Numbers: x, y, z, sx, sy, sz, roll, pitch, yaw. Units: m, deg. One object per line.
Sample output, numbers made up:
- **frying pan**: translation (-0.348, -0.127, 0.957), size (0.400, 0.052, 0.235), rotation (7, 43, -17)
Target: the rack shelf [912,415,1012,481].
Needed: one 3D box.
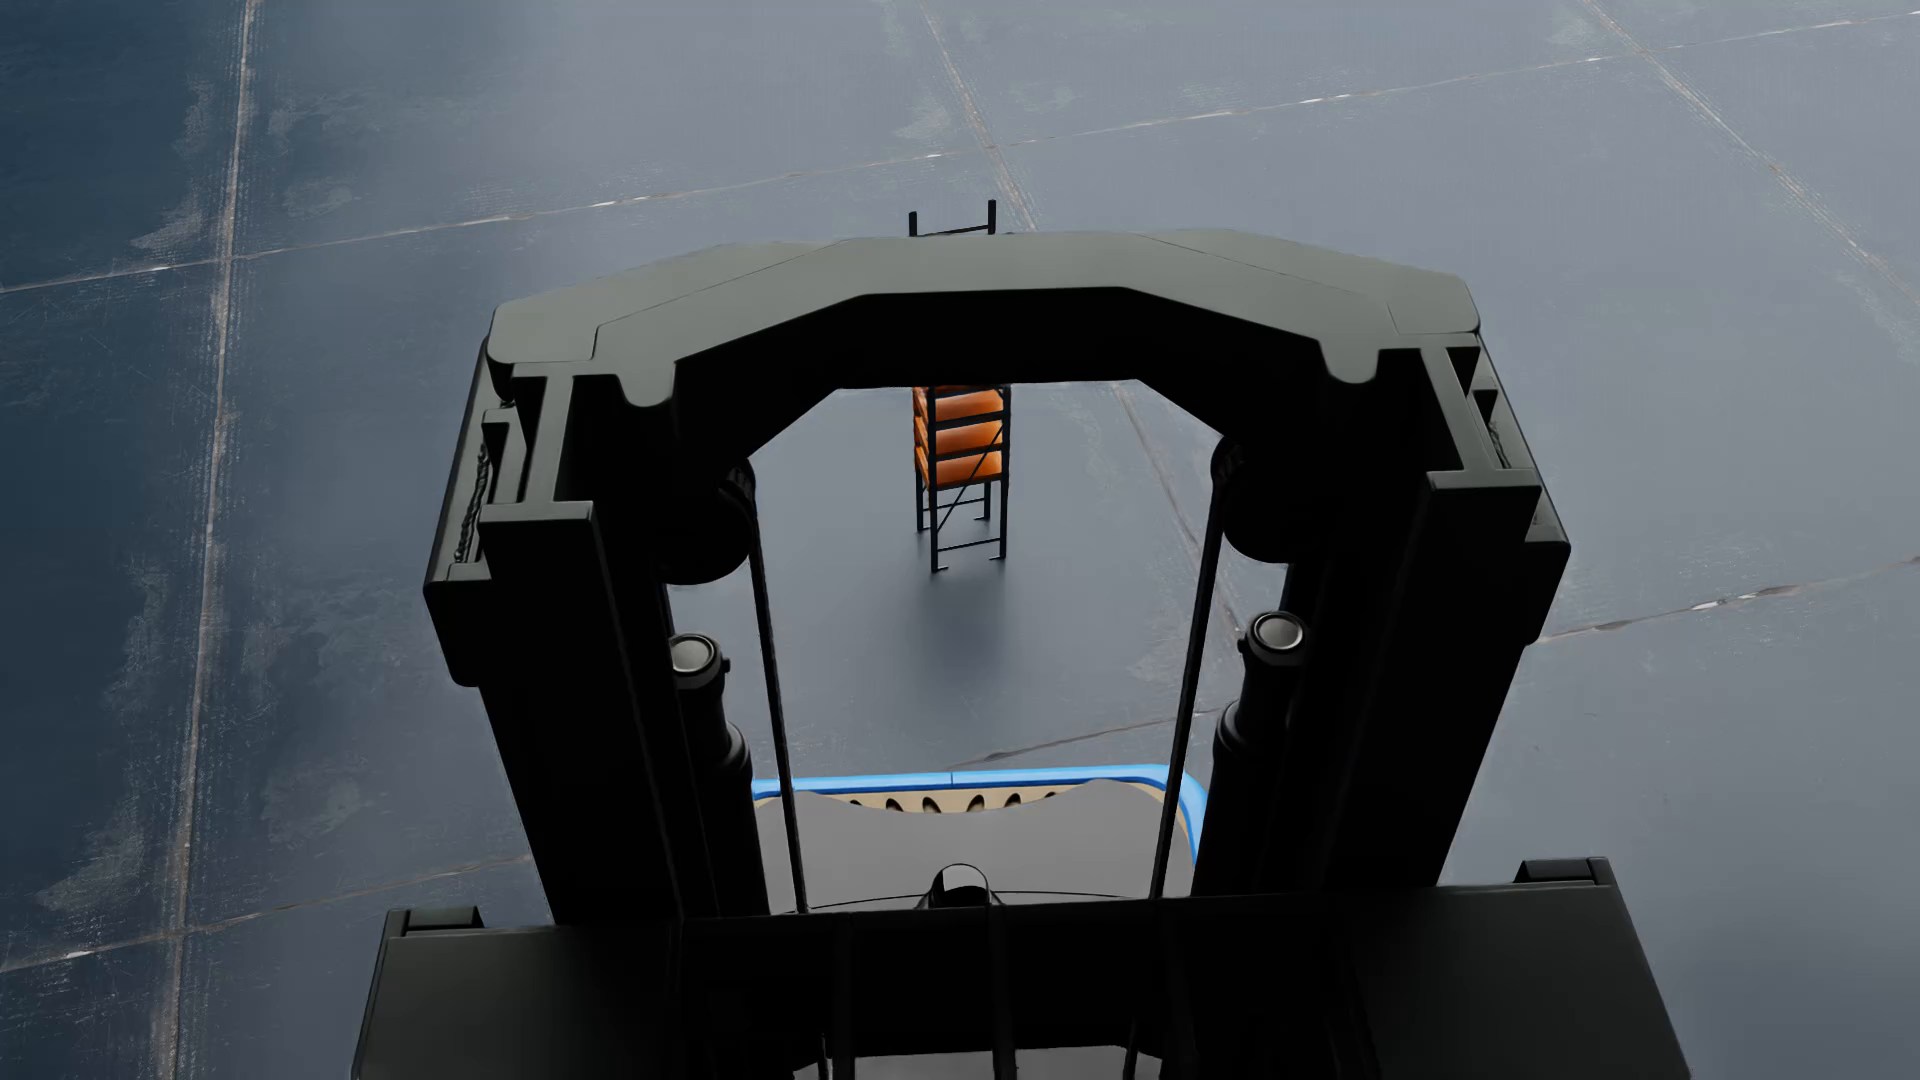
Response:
- **rack shelf**: translation (0.004, -0.295, 4.929), size (0.258, 0.103, 0.180), rotation (-11, 47, -10)

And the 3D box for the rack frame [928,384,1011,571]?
- **rack frame**: translation (0.027, -0.347, 4.750), size (0.240, 1.200, 0.006), rotation (-11, 47, -10)

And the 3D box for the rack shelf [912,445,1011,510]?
- **rack shelf**: translation (0.004, -0.211, 5.015), size (0.258, 0.103, 0.180), rotation (-11, 47, -10)

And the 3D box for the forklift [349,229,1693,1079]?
- **forklift**: translation (0.056, 1.239, 1.983), size (1.130, 2.935, 3.031), rotation (-2, 46, -2)

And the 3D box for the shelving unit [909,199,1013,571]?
- **shelving unit**: translation (0.004, -0.410, 4.812), size (0.258, 1.200, 0.189), rotation (-11, 47, -10)

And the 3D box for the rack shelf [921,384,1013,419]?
- **rack shelf**: translation (0.004, -0.463, 4.758), size (0.258, 0.103, 0.180), rotation (-11, 47, -10)

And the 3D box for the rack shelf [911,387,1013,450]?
- **rack shelf**: translation (0.004, -0.379, 4.843), size (0.258, 0.103, 0.180), rotation (-11, 47, -10)

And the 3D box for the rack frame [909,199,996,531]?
- **rack frame**: translation (-0.020, -0.473, 4.874), size (0.240, 1.200, 0.006), rotation (-11, 47, -10)
